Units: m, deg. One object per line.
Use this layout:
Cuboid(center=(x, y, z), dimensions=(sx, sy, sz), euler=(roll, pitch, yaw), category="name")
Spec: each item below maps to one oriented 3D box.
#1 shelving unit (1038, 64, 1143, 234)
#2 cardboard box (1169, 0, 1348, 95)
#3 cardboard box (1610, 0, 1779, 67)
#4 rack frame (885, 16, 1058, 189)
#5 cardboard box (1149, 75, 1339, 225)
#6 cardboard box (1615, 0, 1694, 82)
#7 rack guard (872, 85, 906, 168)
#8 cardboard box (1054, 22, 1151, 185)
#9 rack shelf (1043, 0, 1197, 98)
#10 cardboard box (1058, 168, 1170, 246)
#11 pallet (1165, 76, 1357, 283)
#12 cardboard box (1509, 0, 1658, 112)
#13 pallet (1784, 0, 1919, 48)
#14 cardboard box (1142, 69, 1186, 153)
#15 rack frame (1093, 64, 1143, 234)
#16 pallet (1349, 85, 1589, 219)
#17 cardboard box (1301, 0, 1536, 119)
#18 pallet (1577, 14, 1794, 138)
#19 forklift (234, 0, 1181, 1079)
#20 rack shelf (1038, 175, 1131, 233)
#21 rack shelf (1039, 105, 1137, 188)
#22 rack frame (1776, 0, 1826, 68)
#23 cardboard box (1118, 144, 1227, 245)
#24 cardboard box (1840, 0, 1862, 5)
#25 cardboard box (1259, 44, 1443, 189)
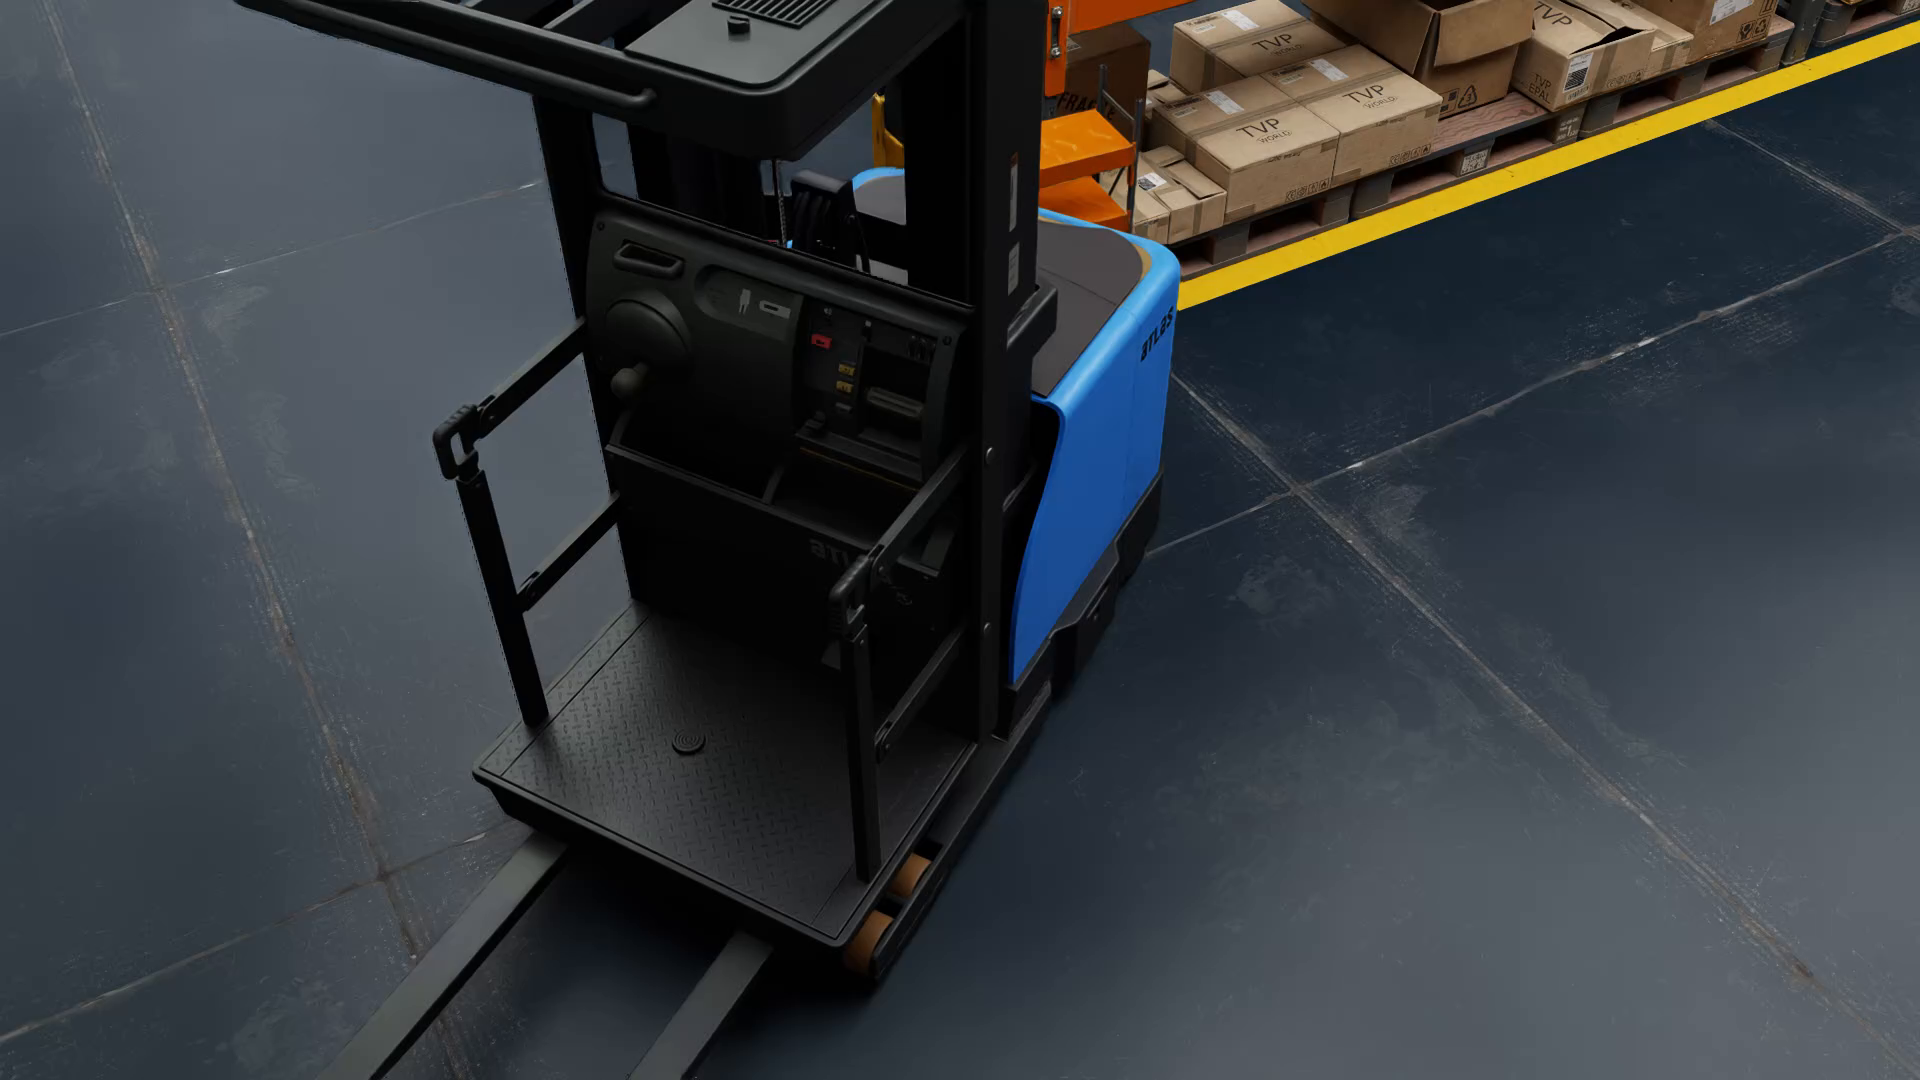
Cuboid(center=(0.256, -0.851, 5.266), dimensions=(0.503, 1.200, 0.258), euler=(-18, 47, -18), category="shelving unit")
Cuboid(center=(1.203, -1.937, 6.751), dimensions=(0.500, 0.250, 0.500), euler=(-22, 48, -21), category="cardboard box")
Cuboid(center=(3.132, -2.397, 7.045), dimensions=(0.500, 0.500, 0.500), euler=(-22, 48, -21), category="cardboard box")
Cuboid(center=(0.016, -2.117, 5.278), dimensions=(0.127, 3.000, 1.000), euler=(-22, 48, -21), category="rack frame")
Cuboid(center=(1.062, -1.479, 6.279), dimensions=(0.500, 0.250, 0.500), euler=(-22, 48, -21), category="cardboard box")
Cuboid(center=(2.836, -2.105, 6.996), dimensions=(0.250, 0.149, 0.380), euler=(-22, 48, -21), category="cardboard box")
Cuboid(center=(0.082, -1.247, 6.176), dimensions=(0.348, 0.500, 1.175), euler=(-22, 48, -21), category="rack guard")
Cuboid(center=(0.365, -1.716, 6.343), dimensions=(0.500, 0.500, 0.500), euler=(-22, 48, -21), category="cardboard box")
Cuboid(center=(1.750, -2.553, 6.243), dimensions=(4.000, 0.370, 1.077), euler=(-22, 48, -21), category="rack shelf")
Cuboid(center=(0.550, -1.190, 6.053), dimensions=(0.250, 0.149, 0.380), euler=(-22, 48, -21), category="cardboard box")
Cuboid(center=(0.773, -1.420, 6.562), dimensions=(1.213, 0.211, 1.003), euler=(-22, 48, -21), category="pallet")
Cuboid(center=(2.481, -2.069, 6.843), dimensions=(0.500, 0.311, 0.500), euler=(-22, 48, -21), category="cardboard box")
Cuboid(center=(4.171, -2.809, 7.993), dimensions=(1.213, 0.211, 1.003), euler=(-22, 48, -21), category="pallet")
Cuboid(center=(0.761, -1.682, 6.548), dimensions=(0.250, 0.166, 0.380), euler=(-22, 48, -21), category="cardboard box")
Cuboid(center=(0.477, -0.923, 5.339), dimensions=(0.015, 1.200, 0.240), euler=(-18, 47, -18), category="rack frame")
Cuboid(center=(1.829, -1.841, 6.995), dimensions=(1.213, 0.211, 1.003), euler=(-22, 48, -21), category="pallet")
Cuboid(center=(1.858, -2.112, 6.749), dimensions=(0.637, 0.503, 0.797), euler=(-22, 48, -21), category="cardboard box")
Cuboid(center=(2.888, -2.267, 7.434), dimensions=(1.213, 0.211, 1.003), euler=(-22, 48, -21), category="pallet")
Cuboid(center=(-0.525, -0.335, 3.490), dimensions=(1.130, 2.935, 3.031), euler=(21, 48, 20), category="forklift")
Cuboid(center=(0.256, -0.963, 5.157), dimensions=(0.480, 0.148, 0.258), euler=(-18, 47, -18), category="rack shelf")
Cuboid(center=(0.256, -1.133, 4.992), dimensions=(0.480, 0.148, 0.258), euler=(-18, 47, -18), category="rack shelf")
Cuboid(center=(3.484, -3.505, 6.708), dimensions=(0.127, 3.000, 1.000), euler=(-22, 48, -21), category="rack frame")
Cuboid(center=(0.767, -1.283, 6.137), dimensions=(0.250, 0.166, 0.380), euler=(-22, 48, -21), category="cardboard box")
Cuboid(center=(4.025, -2.787, 7.447), dimensions=(0.500, 0.500, 0.500), euler=(-24, 49, -23), category="cardboard box")
Cuboid(center=(1.496, -1.653, 6.458), dimensions=(0.500, 0.250, 0.500), euler=(-22, 48, -21), category="cardboard box")
